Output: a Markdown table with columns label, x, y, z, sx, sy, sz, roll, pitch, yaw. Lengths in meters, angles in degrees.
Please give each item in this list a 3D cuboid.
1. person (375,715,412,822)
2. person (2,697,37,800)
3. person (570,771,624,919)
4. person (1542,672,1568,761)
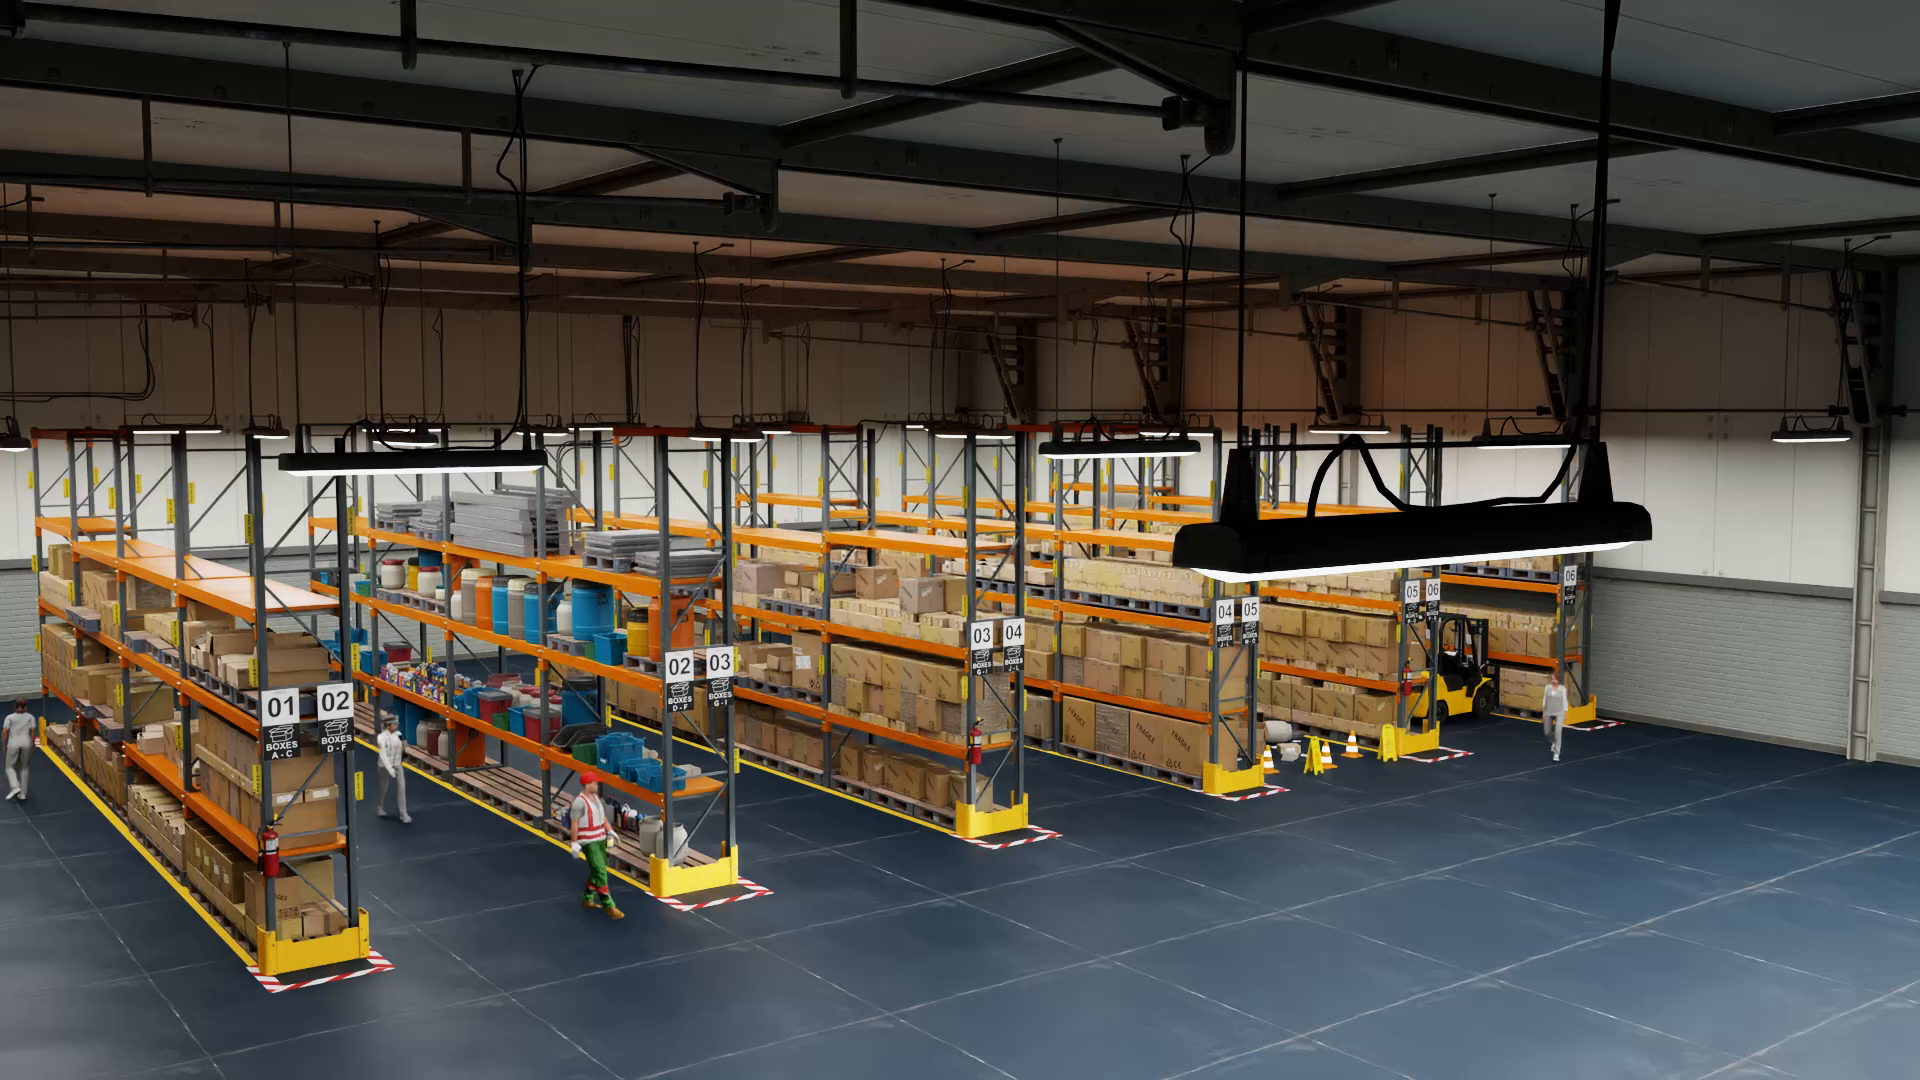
| label | x | y | z | sx | sy | sz | roll | pitch | yaw |
| --- | --- | --- | --- | --- | --- | --- | --- | --- | --- |
| person | -8.736 | 3.495 | 25.637 | 0.935 | 1.615 | 0.467 | 4 | 6 | 41 |
| person | -15.232 | 3.397 | 26.968 | 0.499 | 1.646 | 0.621 | -3 | 5 | -35 |
| person | -4.494 | 3.806 | 20.893 | 0.771 | 1.774 | 0.568 | 2 | 5 | 20 |
| person | 10.808 | 3.167 | 30.180 | 0.439 | 1.564 | 0.808 | 3 | 5 | 33 |
